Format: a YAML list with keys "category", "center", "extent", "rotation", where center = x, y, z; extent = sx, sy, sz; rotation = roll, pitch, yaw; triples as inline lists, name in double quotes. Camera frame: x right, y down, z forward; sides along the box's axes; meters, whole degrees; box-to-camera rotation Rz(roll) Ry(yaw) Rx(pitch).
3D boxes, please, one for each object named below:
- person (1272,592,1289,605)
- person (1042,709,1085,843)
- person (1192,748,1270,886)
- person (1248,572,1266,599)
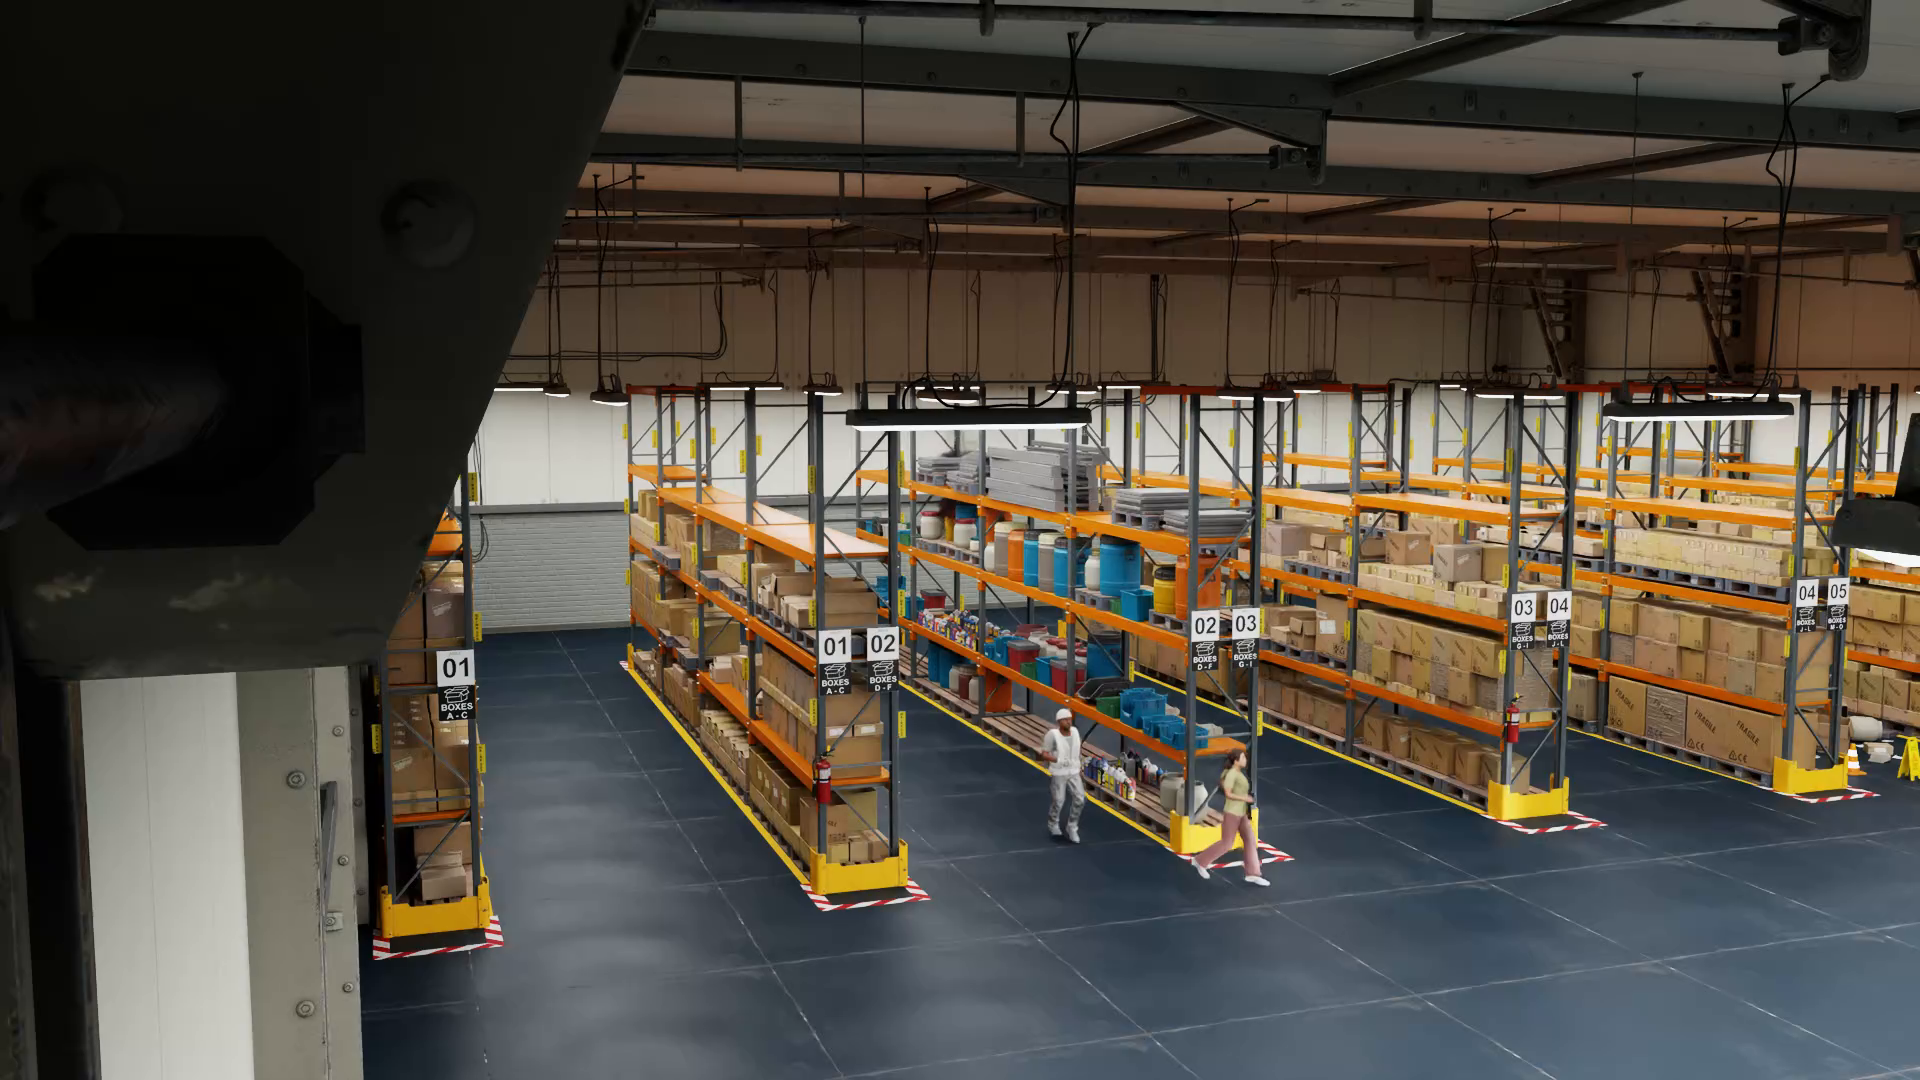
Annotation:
- category: "person"
  center: [7.980, 1.226, 41.278]
  extent: [0.873, 1.678, 0.673]
  rotation: [3, 7, 25]
- category: "person"
  center: [1.408, 3.162, 22.285]
  extent: [0.677, 1.823, 0.659]
  rotation: [-3, 6, -25]
- category: "person"
  center: [3.373, 3.382, 20.510]
  extent: [0.960, 1.657, 0.579]
  rotation: [2, 6, 19]
- category: "person"
  center: [6.582, 1.573, 37.596]
  extent: [0.683, 1.843, 0.858]
  rotation: [-2, 6, -20]
